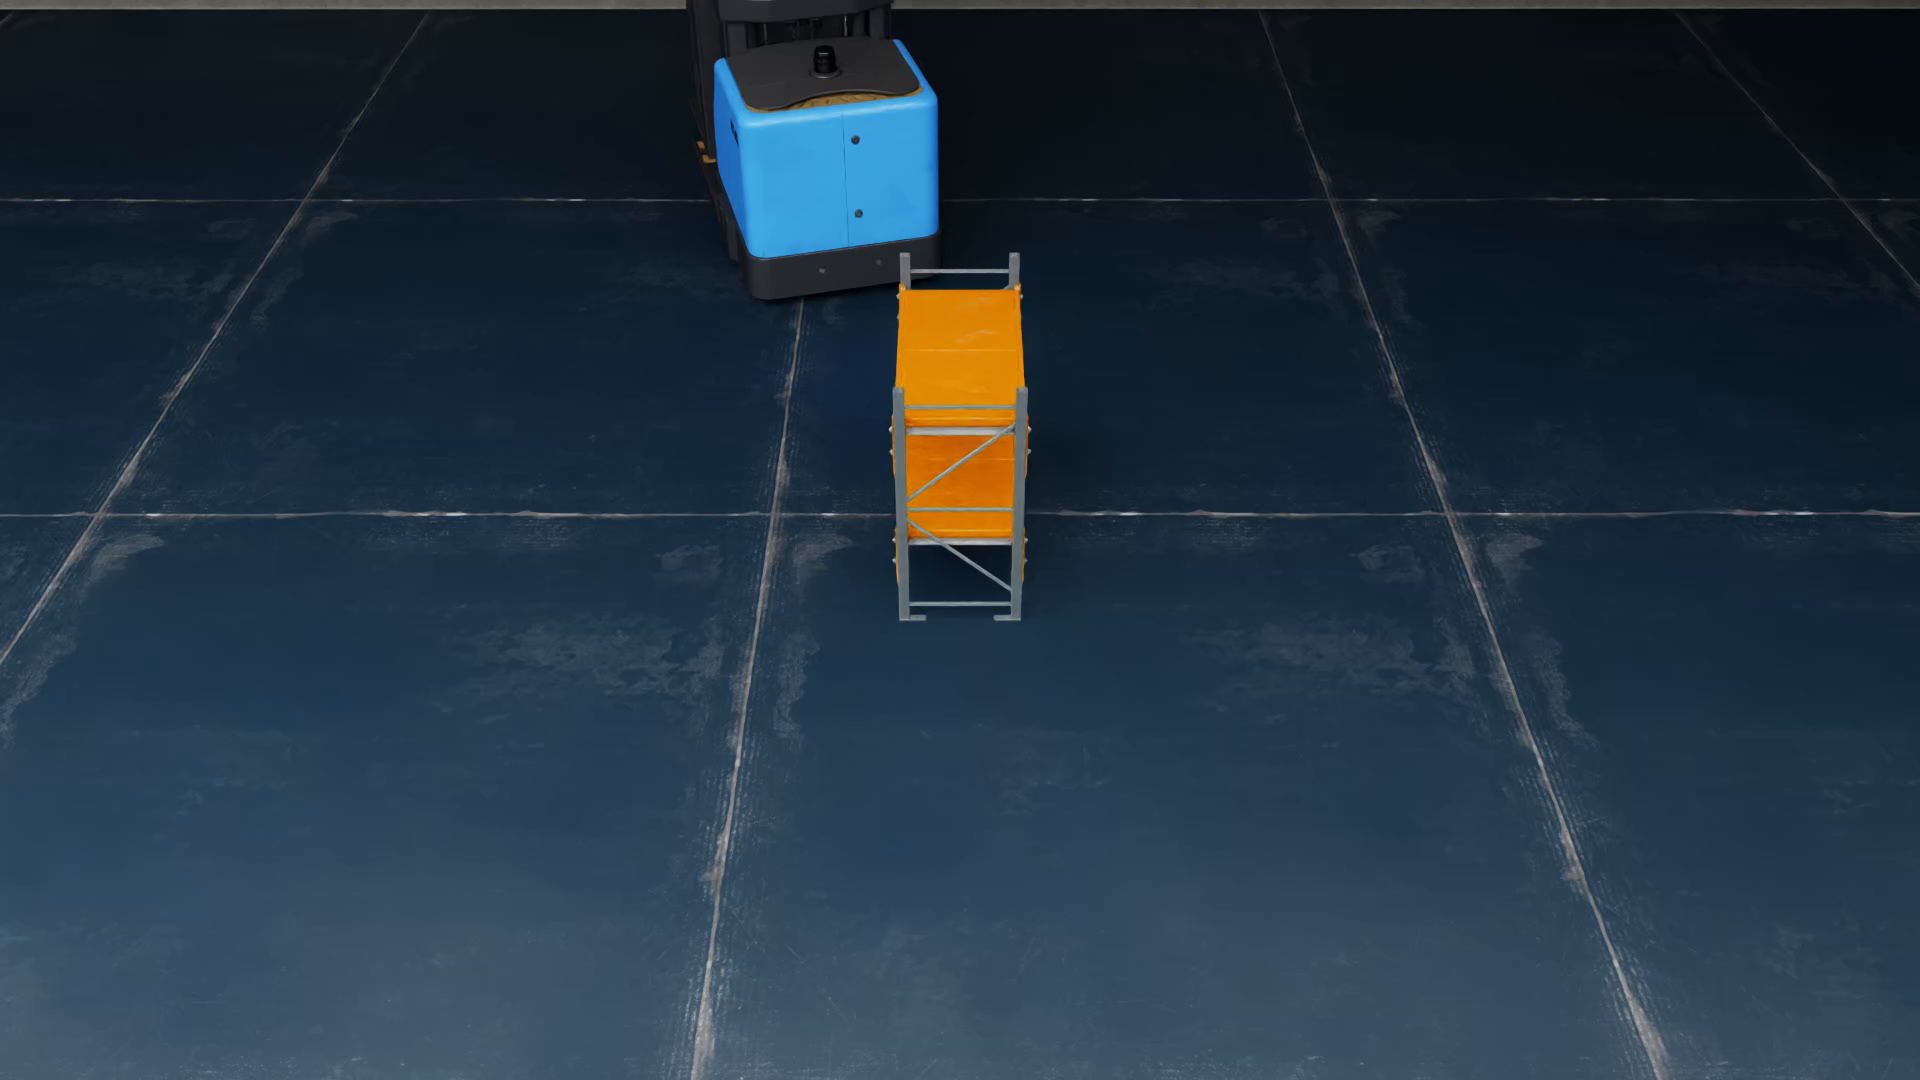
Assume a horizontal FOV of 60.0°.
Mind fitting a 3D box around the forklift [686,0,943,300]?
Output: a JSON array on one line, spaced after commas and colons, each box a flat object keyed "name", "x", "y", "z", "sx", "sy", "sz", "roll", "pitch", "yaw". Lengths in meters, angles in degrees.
[{"name": "forklift", "x": -0.986, "y": -3.329, "z": 9.060, "sx": 1.130, "sy": 2.935, "sz": 3.031, "roll": -10, "pitch": 40, "yaw": -12}]

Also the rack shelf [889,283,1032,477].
[{"name": "rack shelf", "x": 0.000, "y": -0.663, "z": 6.710, "sx": 0.538, "sy": 0.278, "sz": 1.000, "roll": 0, "pitch": 39, "yaw": 0}]

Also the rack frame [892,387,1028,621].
[{"name": "rack frame", "x": 0.001, "y": -0.117, "z": 6.496, "sx": 0.500, "sy": 1.125, "sz": 0.032, "roll": 0, "pitch": 39, "yaw": 0}]

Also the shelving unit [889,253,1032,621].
[{"name": "shelving unit", "x": 0.000, "y": -0.435, "z": 6.893, "sx": 0.538, "sy": 1.125, "sz": 1.048, "roll": 0, "pitch": 39, "yaw": 0}]

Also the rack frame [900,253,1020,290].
[{"name": "rack frame", "x": -0.001, "y": -0.753, "z": 7.290, "sx": 0.500, "sy": 1.125, "sz": 0.032, "roll": 0, "pitch": 39, "yaw": 0}]

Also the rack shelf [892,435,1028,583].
[{"name": "rack shelf", "x": 0.000, "y": -0.244, "z": 7.046, "sx": 0.538, "sy": 0.278, "sz": 1.000, "roll": 0, "pitch": 39, "yaw": 0}]
